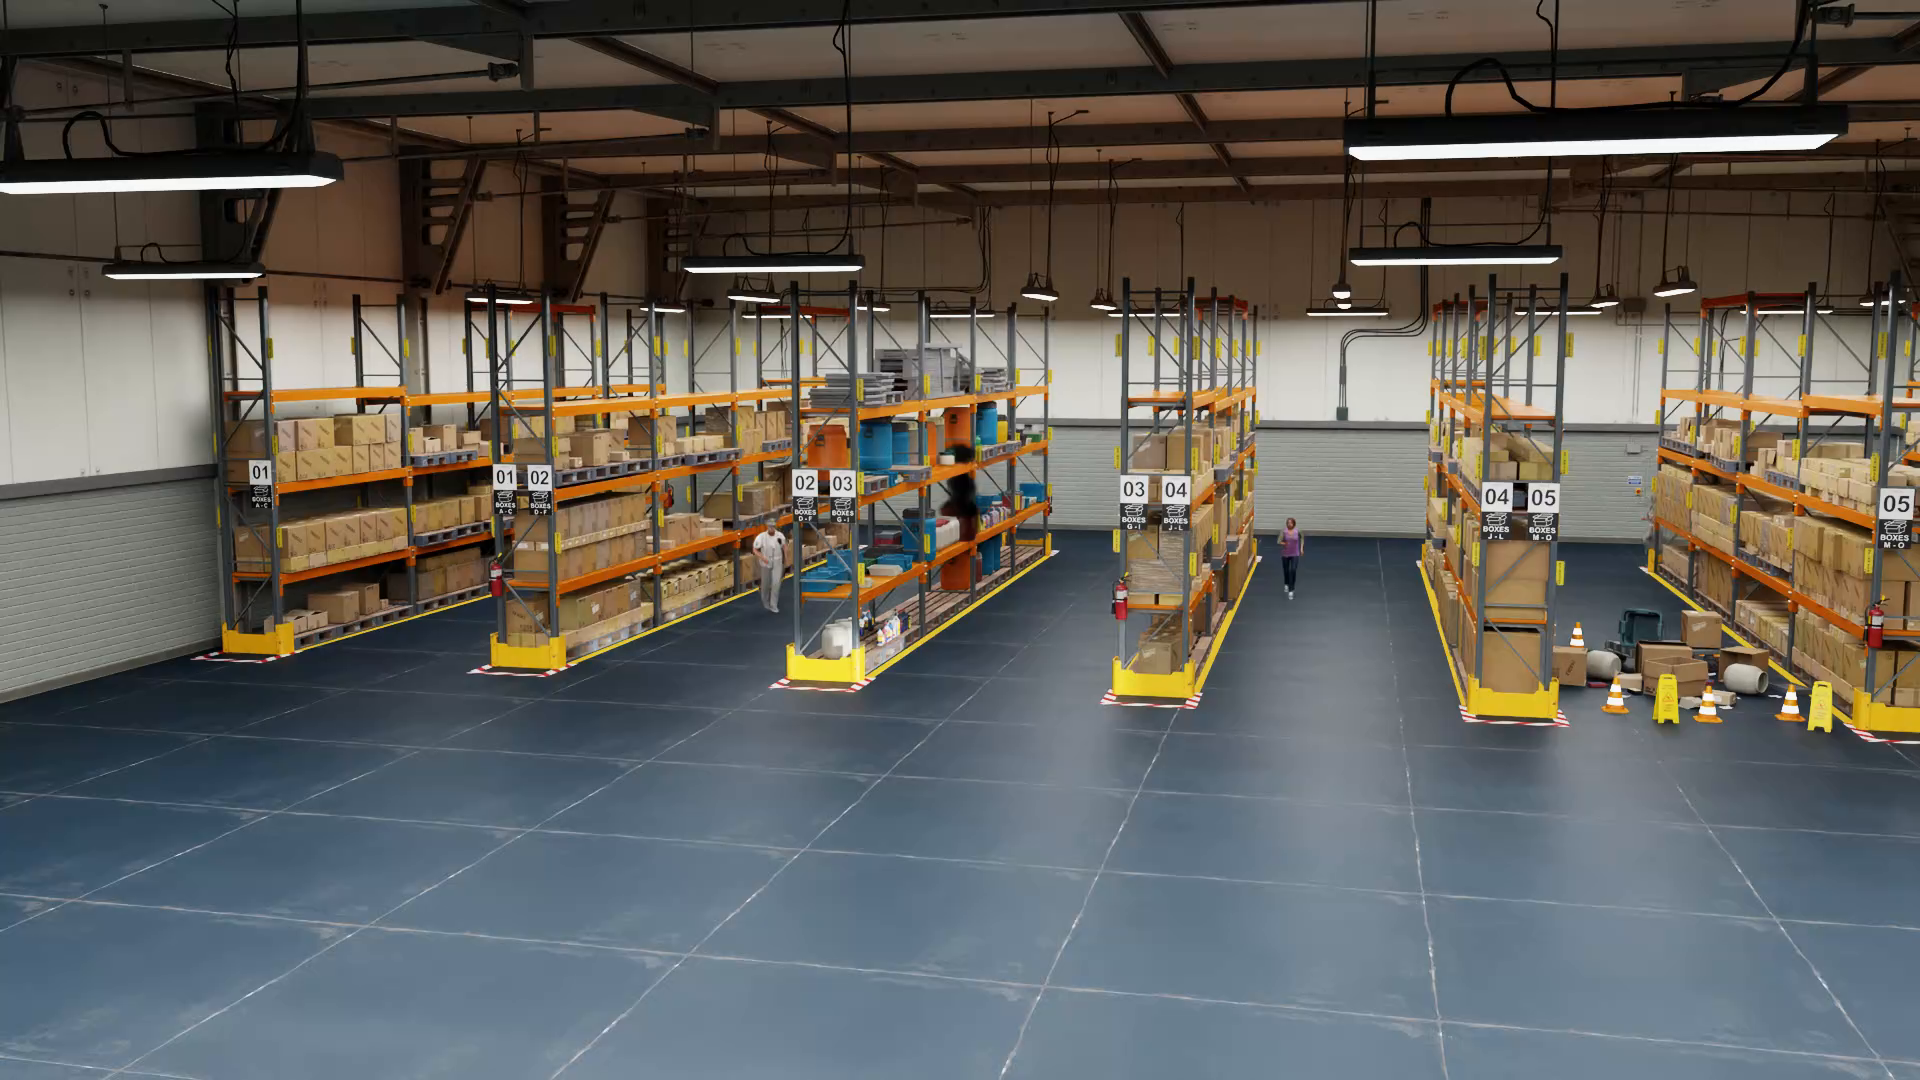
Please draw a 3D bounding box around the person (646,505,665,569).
[{"bbox_3d":[-6.511,0.071,35.510,0.654,1.683,0.646,1,7,11],"label":"person"}]

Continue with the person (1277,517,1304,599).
[{"bbox_3d":[6.663,0.333,33.554,0.540,1.609,0.842,1,7,12],"label":"person"}]

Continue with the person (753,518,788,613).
[{"bbox_3d":[-3.507,0.459,30.704,0.658,1.779,0.808,-2,7,-14],"label":"person"}]

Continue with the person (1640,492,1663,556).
[{"bbox_3d":[16.135,-0.258,38.549,0.685,1.722,0.560,3,7,26],"label":"person"}]
